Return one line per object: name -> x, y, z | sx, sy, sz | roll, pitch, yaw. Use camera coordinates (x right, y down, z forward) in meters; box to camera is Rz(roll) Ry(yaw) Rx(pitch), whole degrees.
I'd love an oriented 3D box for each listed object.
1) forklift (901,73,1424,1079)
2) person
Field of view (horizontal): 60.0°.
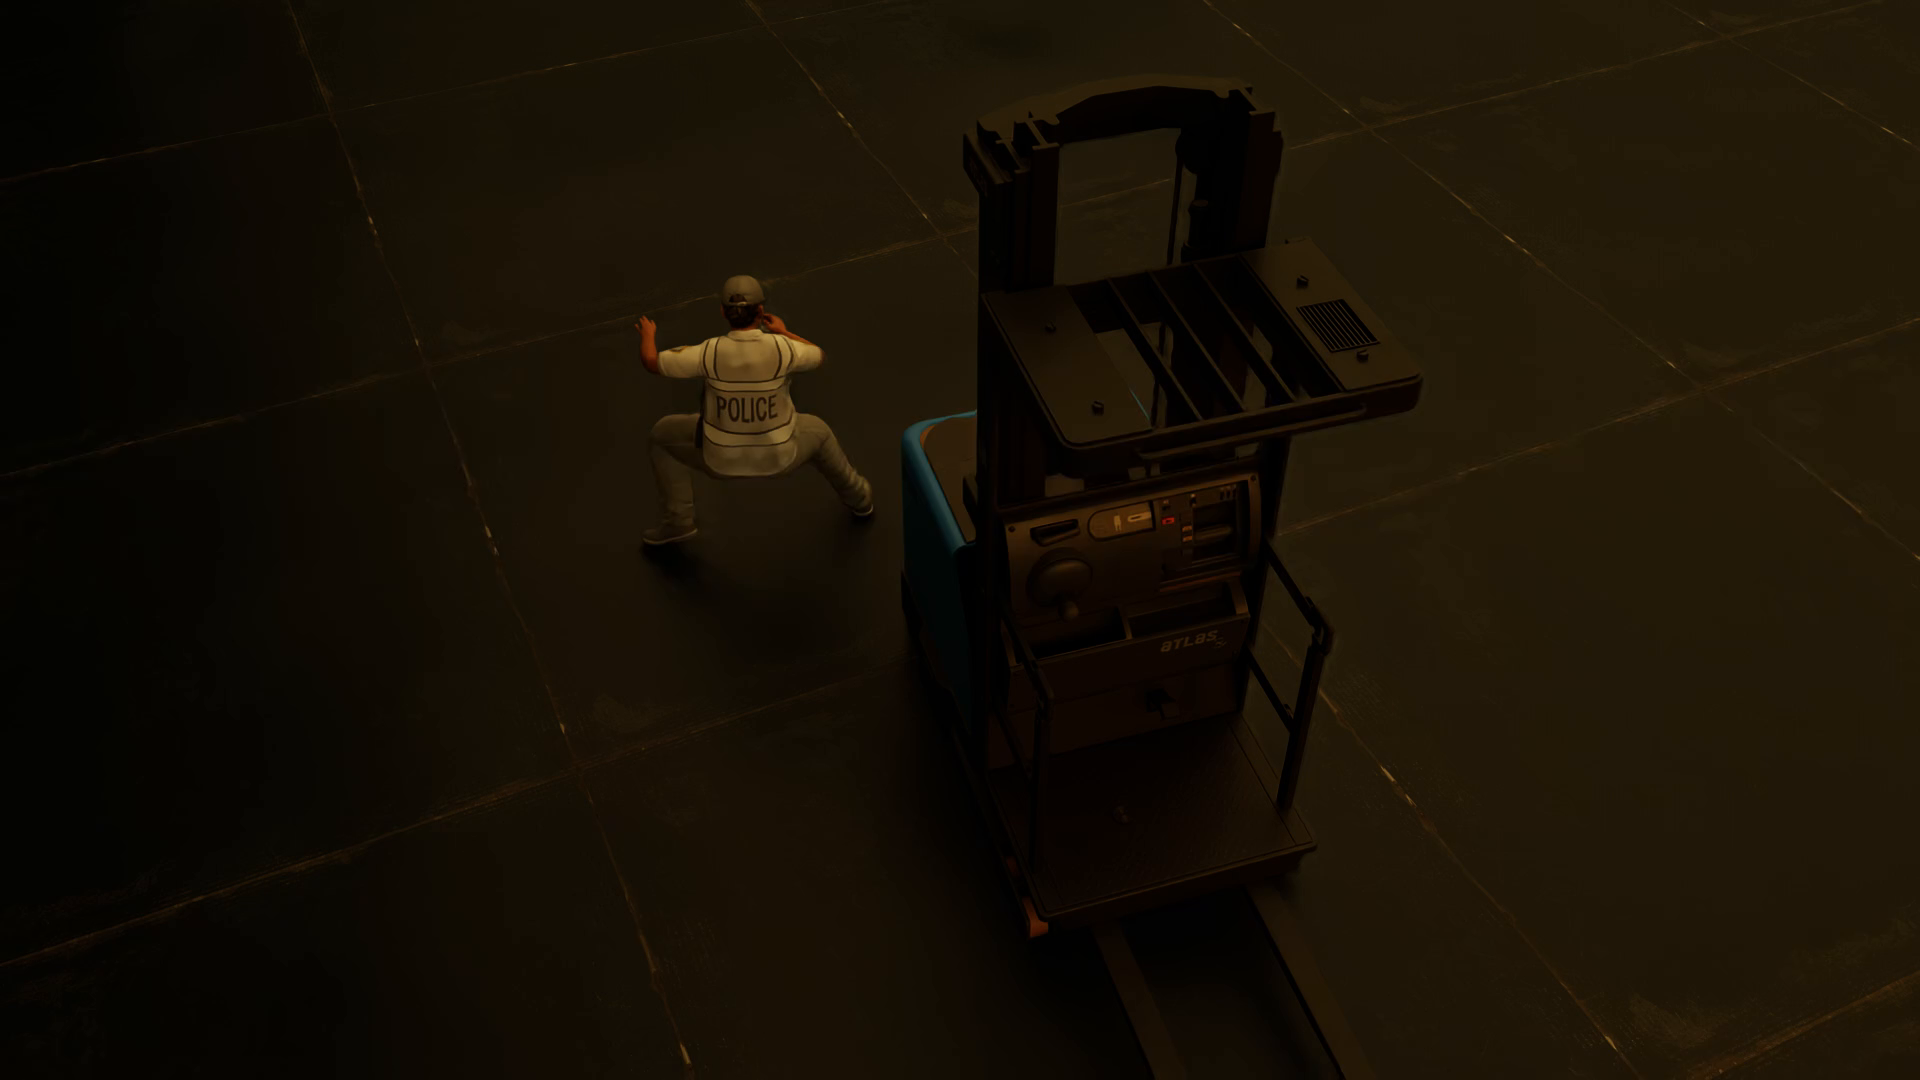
forklift -> 0.666, 0.106, 5.567 | 1.130, 2.935, 3.031 | -12, 44, -12
person -> -0.950, -0.583, 7.406 | 1.092, 1.428, 0.701 | -4, 43, -5
